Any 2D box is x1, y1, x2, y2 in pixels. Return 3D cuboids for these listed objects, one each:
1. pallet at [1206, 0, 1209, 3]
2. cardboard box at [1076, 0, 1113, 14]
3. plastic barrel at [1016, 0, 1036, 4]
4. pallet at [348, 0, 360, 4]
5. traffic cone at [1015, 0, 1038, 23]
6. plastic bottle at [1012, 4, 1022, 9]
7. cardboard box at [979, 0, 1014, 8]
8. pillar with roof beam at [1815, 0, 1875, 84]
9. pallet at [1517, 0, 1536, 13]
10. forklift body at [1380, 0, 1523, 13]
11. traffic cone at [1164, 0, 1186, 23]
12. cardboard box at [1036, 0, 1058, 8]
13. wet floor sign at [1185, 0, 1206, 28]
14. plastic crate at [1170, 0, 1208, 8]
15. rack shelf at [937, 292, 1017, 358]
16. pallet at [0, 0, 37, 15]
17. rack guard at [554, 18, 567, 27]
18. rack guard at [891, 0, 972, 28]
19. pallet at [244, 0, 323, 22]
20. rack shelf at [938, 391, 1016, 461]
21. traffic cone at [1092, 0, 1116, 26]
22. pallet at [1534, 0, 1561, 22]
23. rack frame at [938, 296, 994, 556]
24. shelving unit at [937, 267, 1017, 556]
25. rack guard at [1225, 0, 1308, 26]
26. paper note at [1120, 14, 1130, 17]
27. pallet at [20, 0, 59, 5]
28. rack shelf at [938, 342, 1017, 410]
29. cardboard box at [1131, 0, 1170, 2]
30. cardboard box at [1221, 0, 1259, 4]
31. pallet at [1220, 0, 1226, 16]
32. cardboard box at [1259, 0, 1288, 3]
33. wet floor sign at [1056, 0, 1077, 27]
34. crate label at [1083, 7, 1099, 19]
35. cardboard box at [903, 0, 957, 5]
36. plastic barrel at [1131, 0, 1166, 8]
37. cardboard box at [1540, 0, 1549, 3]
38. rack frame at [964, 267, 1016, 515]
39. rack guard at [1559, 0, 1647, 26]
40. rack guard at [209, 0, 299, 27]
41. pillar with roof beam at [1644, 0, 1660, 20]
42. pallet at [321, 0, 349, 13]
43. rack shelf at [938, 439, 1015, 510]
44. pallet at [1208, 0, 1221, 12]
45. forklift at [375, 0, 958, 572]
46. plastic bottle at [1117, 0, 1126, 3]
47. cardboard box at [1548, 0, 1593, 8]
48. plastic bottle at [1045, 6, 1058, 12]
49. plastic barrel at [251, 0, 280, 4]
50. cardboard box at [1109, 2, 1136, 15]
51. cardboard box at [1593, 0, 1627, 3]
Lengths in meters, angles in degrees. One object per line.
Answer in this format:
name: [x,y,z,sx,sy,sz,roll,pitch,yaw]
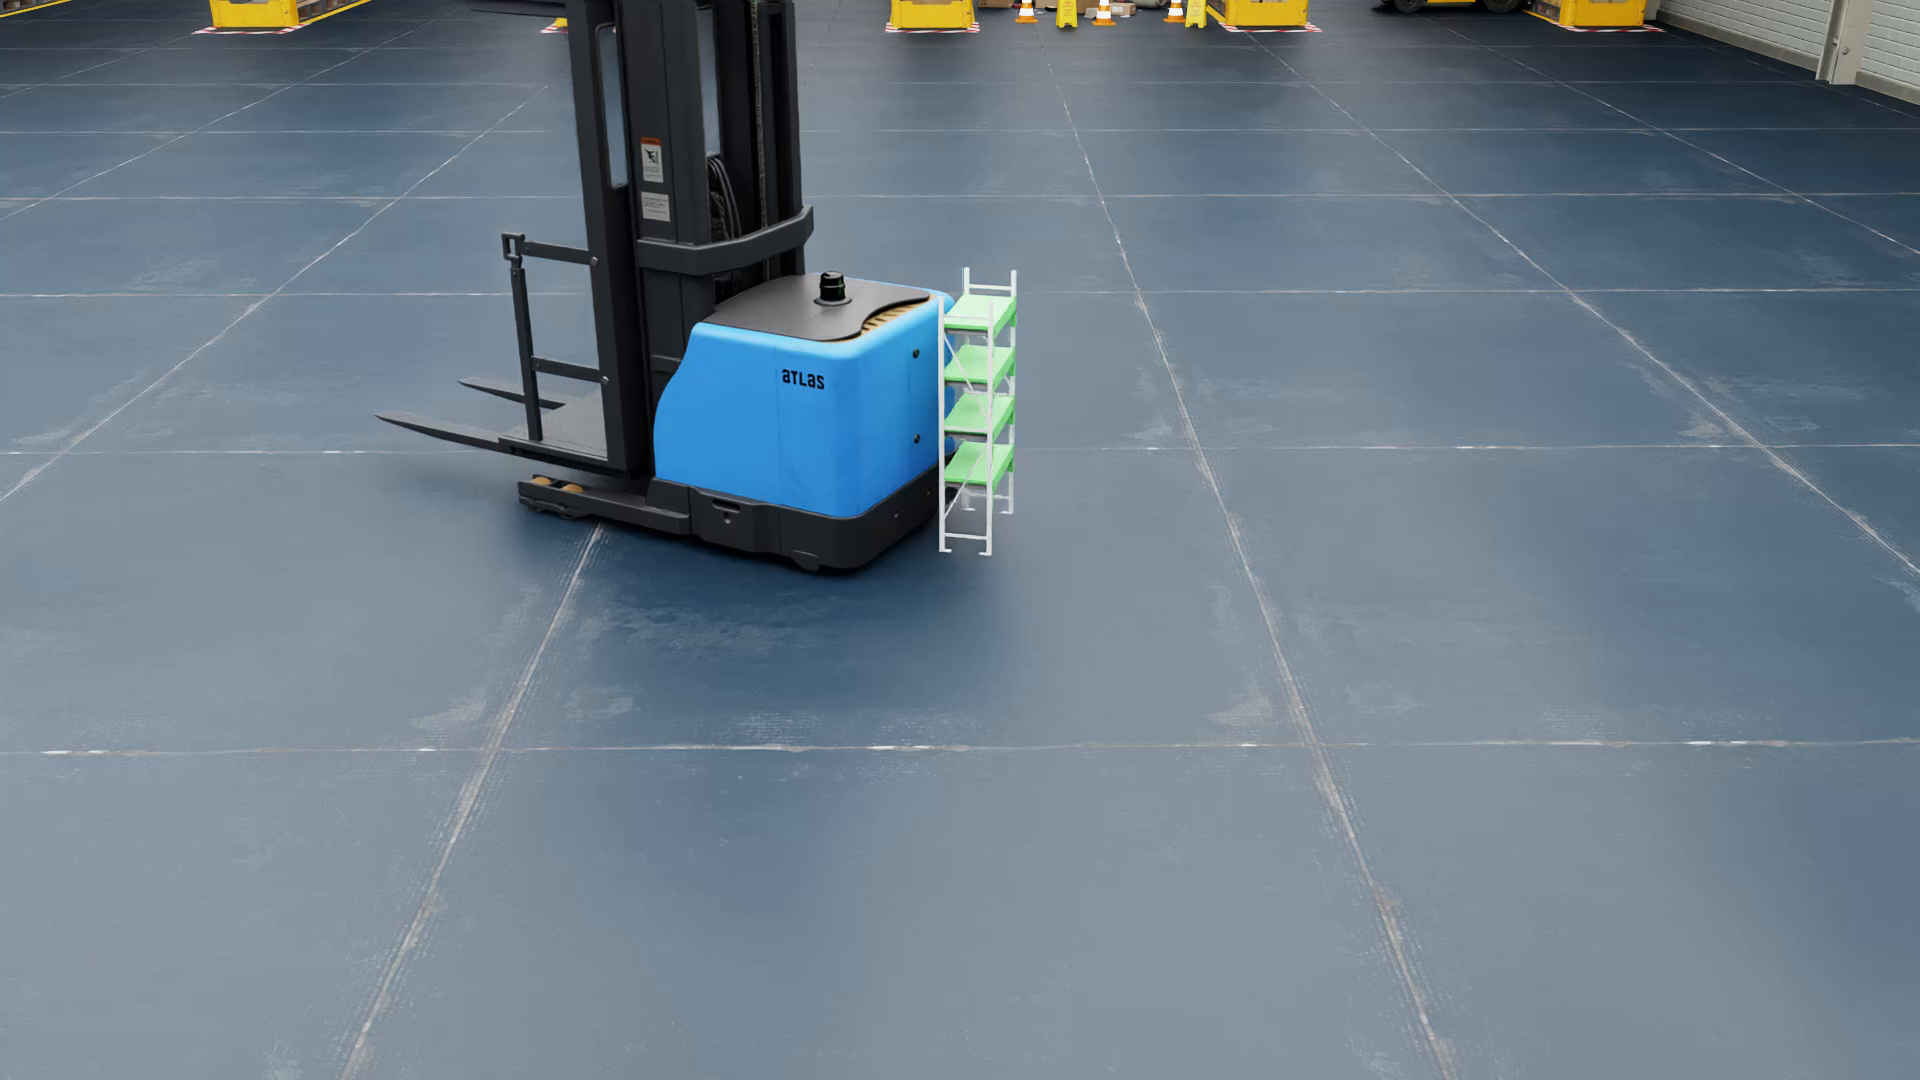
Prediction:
pallet: [4.533,-9.098,27.611,1.003,0.211,1.213,0,24,-1]
cardboard box: [1.983,-8.572,26.093,0.797,0.503,0.637,-19,31,-36]
plastic barrel: [1.088,-8.947,27.019,0.512,0.421,0.421,19,30,35]
pallet: [-10.406,-9.031,27.462,1.003,0.211,1.213,0,24,-1]
traffic cone: [1.000,-8.003,24.883,0.336,0.463,0.334,0,24,-1]
plastic bottle: [0.984,-8.507,26.486,0.283,0.061,0.133,-9,26,-19]
cardboard box: [0.585,-8.809,26.617,0.500,0.500,0.500,4,25,9]
pillar with roof beam: [6.152,-9.554,17.954,9.100,9.000,0.400,0,24,-1]
pallet: [9.437,-8.567,26.436,1.003,0.211,1.213,0,24,-1]
forklift body: [7.652,-9.407,25.940,2.313,2.155,1.214,0,24,-1]
traffic cone: [3.239,-8.013,24.905,0.336,0.463,0.334,0,24,-1]
cardboard box: [1.402,-8.636,26.522,0.396,0.266,0.258,4,25,9]
wet floor sign: [3.466,-7.841,24.305,0.267,0.644,0.232,8,26,18]
plastic crate: [3.688,-8.665,26.811,0.402,0.080,0.583,-9,26,-19]
rack shelf: [0.081,-0.964,7.416,0.258,0.148,0.480,6,25,12]
pallet: [-15.342,-8.456,26.189,1.003,0.211,1.213,0,24,-1]
rack guard: [-5.376,-7.845,24.489,1.175,0.500,0.348,0,24,-1]
rack guard: [-0.414,-7.784,24.355,1.175,0.500,0.348,0,24,-1]
pallet: [-10.379,-8.026,25.239,1.003,0.211,1.213,0,24,-1]
rack shelf: [0.081,-0.527,7.614,0.258,0.148,0.480,6,25,12]
traffic cone: [2.133,-7.868,24.584,0.336,0.463,0.334,0,24,-1]
pallet: [9.447,-8.065,25.327,1.003,0.211,1.213,0,24,-1]
rack frame: [0.026,-0.487,7.371,0.240,1.200,0.015,6,25,12]
shelving unit: [0.081,-0.585,7.587,0.258,1.200,0.503,6,25,12]
rack guard: [4.533,-7.890,24.587,1.175,0.500,0.348,0,24,-1]
paper note: [2.533,-8.025,25.456,0.148,0.019,0.142,-9,26,-19]
pallet: [-15.358,-8.960,27.304,1.003,0.211,1.213,0,24,-1]
rack shelf: [0.081,-0.745,7.515,0.258,0.148,0.480,6,25,12]
cardboard box: [3.141,-9.060,27.172,0.500,0.500,0.500,19,30,35]
cardboard box: [4.256,-8.277,25.239,0.500,0.250,0.500,0,24,-1]
pallet: [4.560,-8.093,25.388,1.003,0.211,1.213,0,24,-1]
cardboard box: [4.802,-8.269,25.221,0.500,0.250,0.500,0,24,-1]
wet floor sign: [1.566,-7.858,24.340,0.267,0.644,0.232,-4,25,-10]
crate label: [2.063,-8.043,25.367,0.250,0.136,0.298,-14,28,-28]
cardboard box: [-0.488,-8.436,24.830,0.875,0.875,0.875,0,24,0]
plastic barrel: [2.998,-8.668,26.401,0.512,0.421,0.421,19,30,35]
cardboard box: [9.180,-8.357,25.414,0.500,0.250,0.500,0,24,-1]
rack frame: [0.137,-0.683,7.804,0.240,1.200,0.015,6,25,12]
rack guard: [9.498,-7.872,24.549,1.175,0.500,0.348,0,24,-1]
rack guard: [-10.376,-7.823,24.439,1.175,0.500,0.348,0,24,-1]
pillar with roof beam: [6.086,-12.026,23.420,9.100,9.000,0.400,0,24,-1]
pallet: [-10.390,-8.527,26.348,1.003,0.211,1.213,0,24,-1]
rack shelf: [0.082,-0.308,7.712,0.258,0.148,0.480,6,25,12]
pallet: [4.549,-8.594,26.496,1.003,0.211,1.213,0,24,-1]
forklift: [-1.553,-1.611,7.756,3.031,2.935,1.130,12,27,25]
plastic bottle: [2.629,-8.766,27.059,0.133,0.061,0.283,4,25,9]
cardboard box: [9.176,-8.152,24.961,0.500,0.250,0.500,0,24,0]
plastic bottle: [1.427,-8.359,26.157,0.133,0.061,0.283,-9,26,-19]
plastic barrel: [-10.412,-8.259,24.880,0.421,0.512,0.421,0,24,0]
cardboard box: [2.500,-8.229,25.764,0.380,0.149,0.250,13,27,27]
cardboard box: [9.688,-8.163,24.985,0.500,0.250,0.500,0,24,0]
